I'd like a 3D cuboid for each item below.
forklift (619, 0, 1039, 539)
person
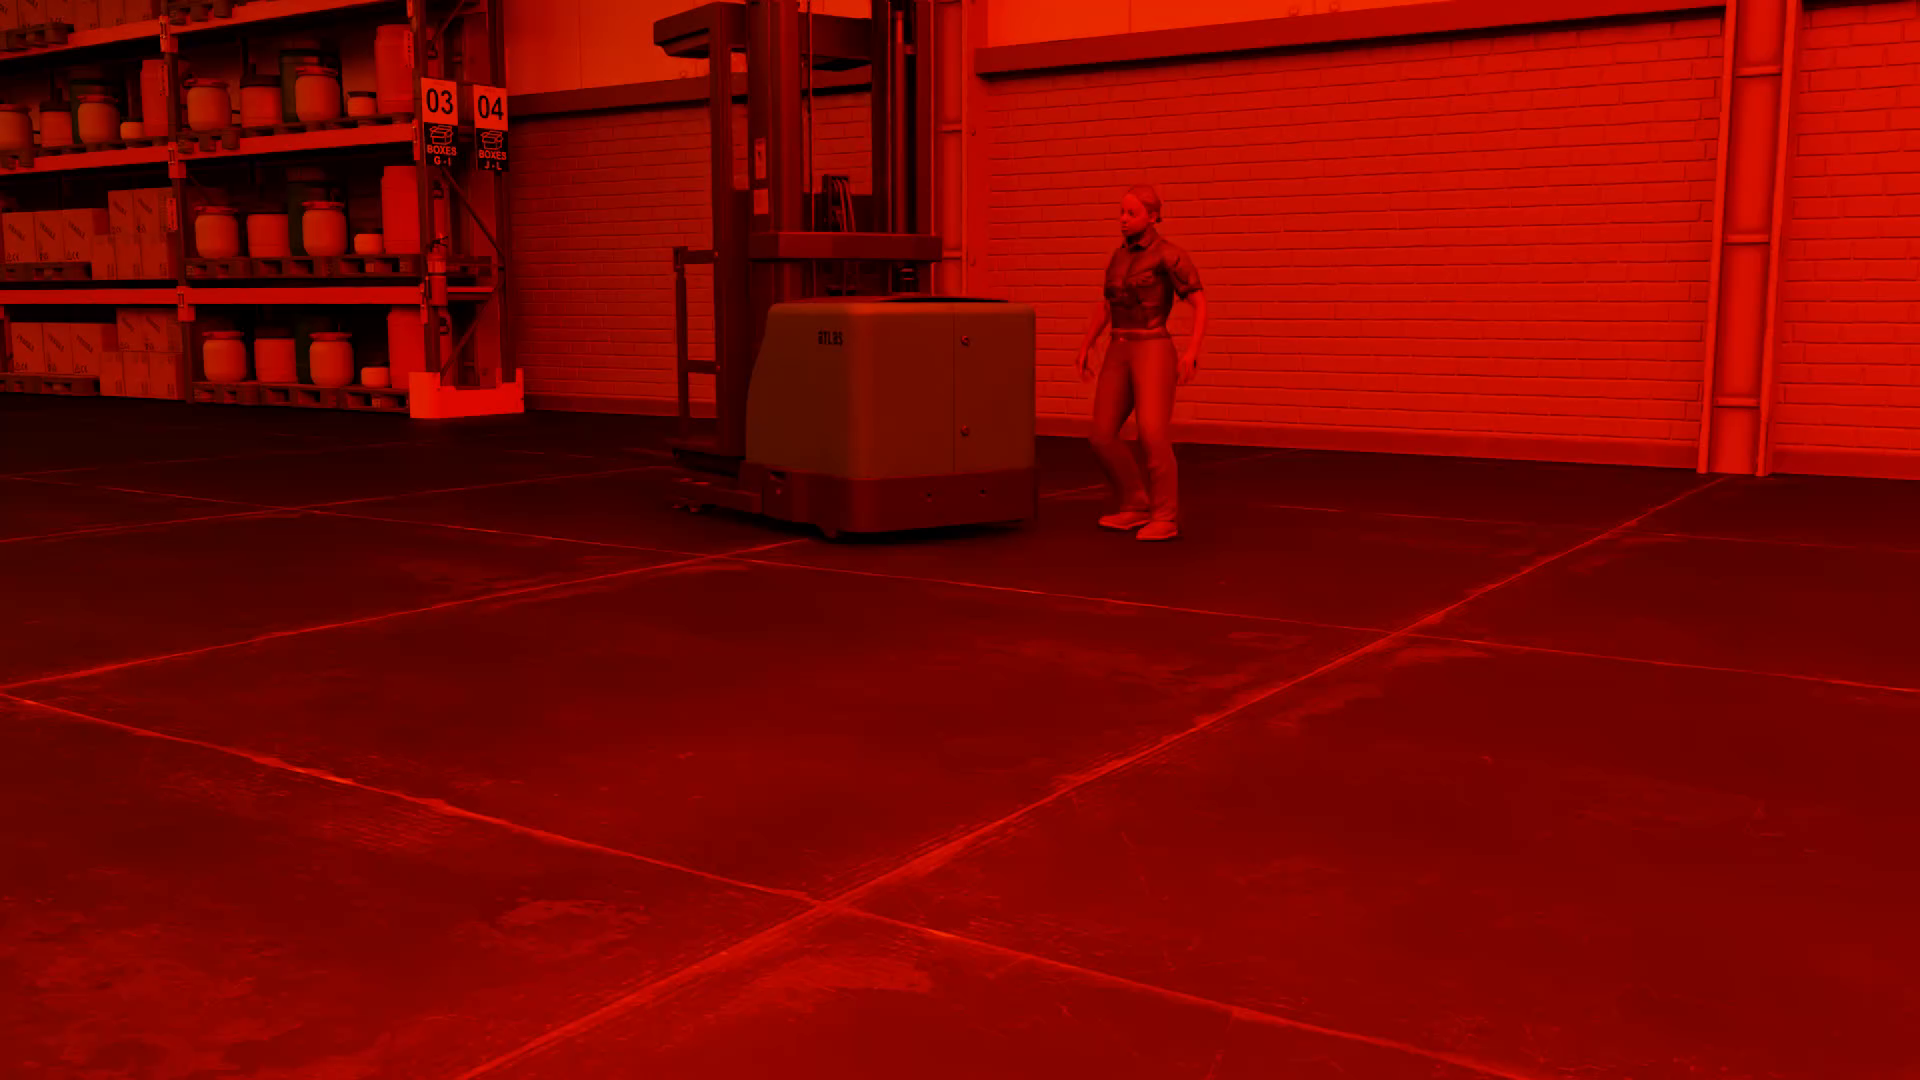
[{"bbox_3d":[-0.881,-1.621,8.594,1.130,2.935,3.031,-6,10,-34],"label":"forklift"},{"bbox_3d":[0.808,-0.832,7.727,0.435,1.608,0.748,-7,10,-39],"label":"person"}]
